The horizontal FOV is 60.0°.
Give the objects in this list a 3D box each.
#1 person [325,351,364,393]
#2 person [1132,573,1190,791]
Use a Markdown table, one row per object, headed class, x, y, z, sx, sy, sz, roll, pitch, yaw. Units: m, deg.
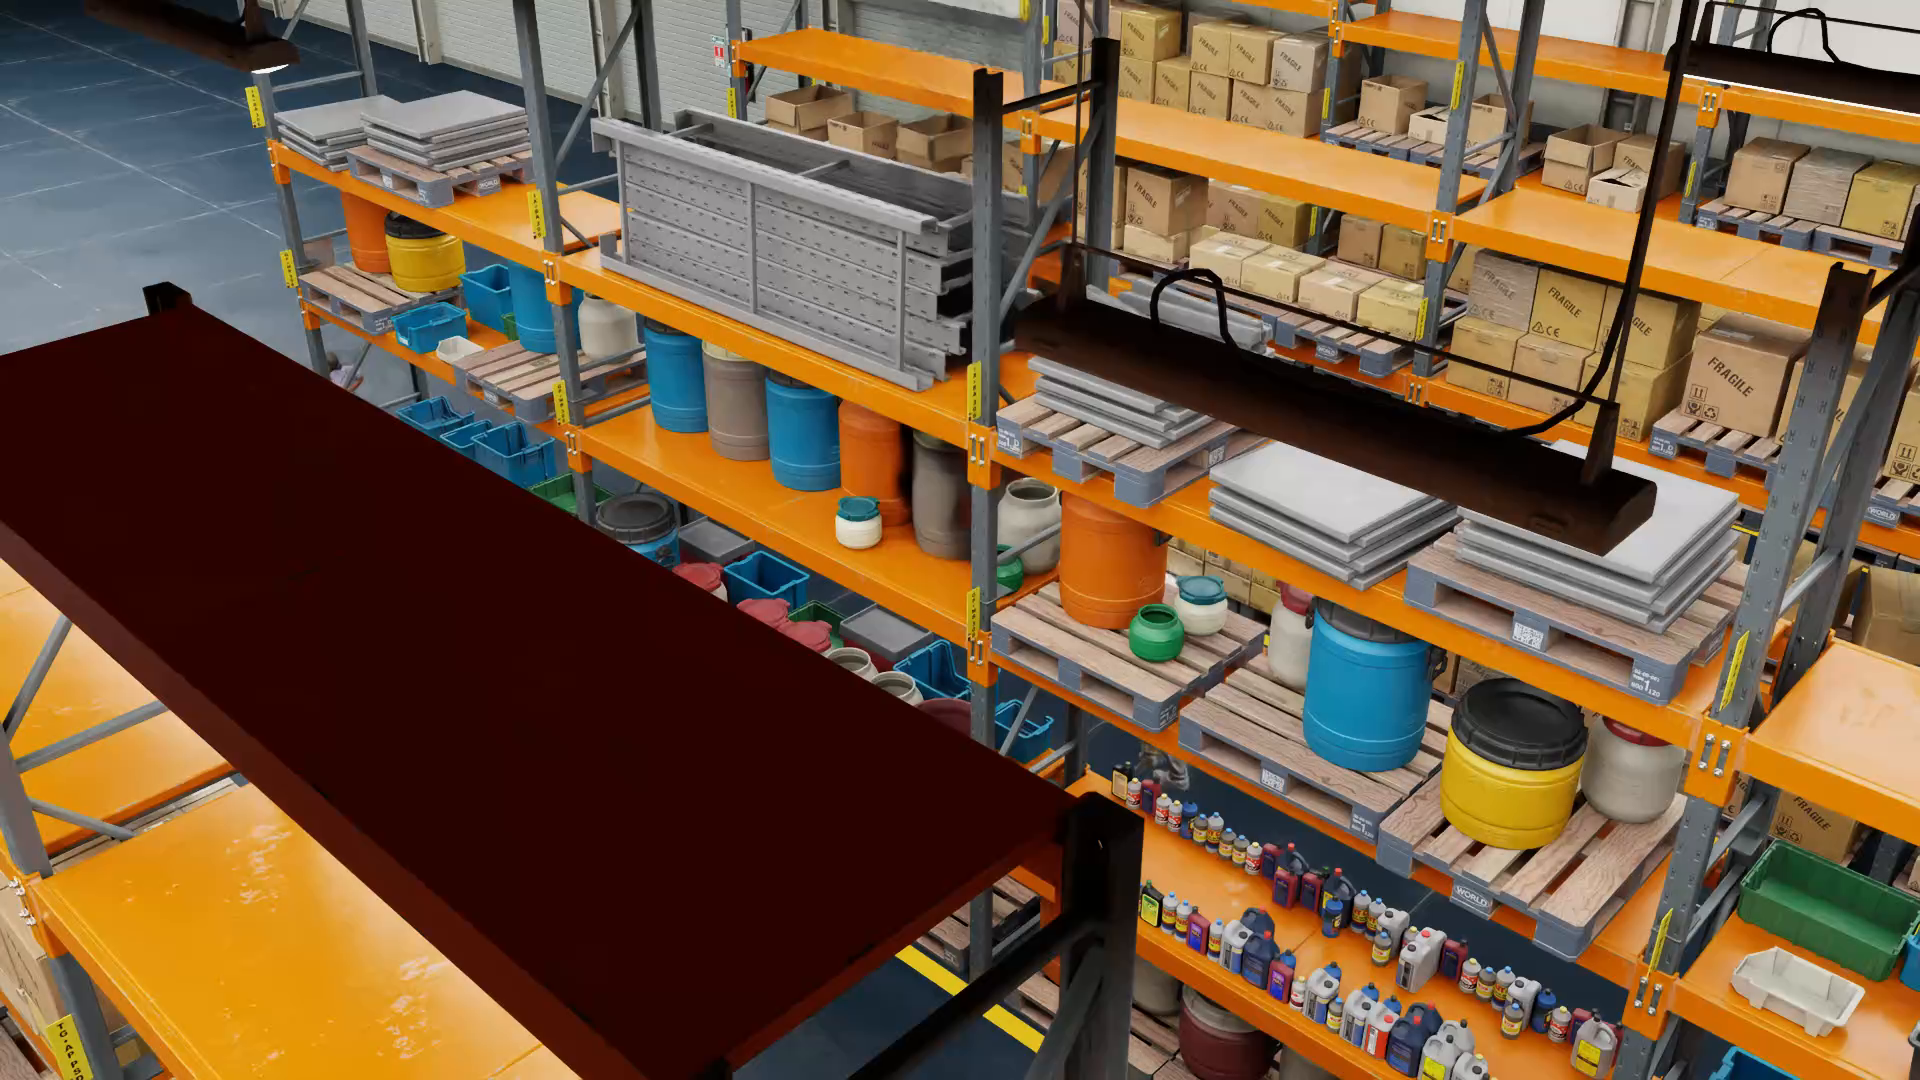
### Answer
| class | x | y | z | sx | sy | sz | roll | pitch | yaw |
| --- | --- | --- | --- | --- | --- | --- | --- | --- | --- |
| person | -6.105 | -1.132 | 16.625 | 0.868 | 1.667 | 0.616 | -6 | 30 | -11 |
| person | 1.394 | 1.035 | 12.060 | 0.731 | 1.886 | 0.654 | 17 | 34 | 28 |
